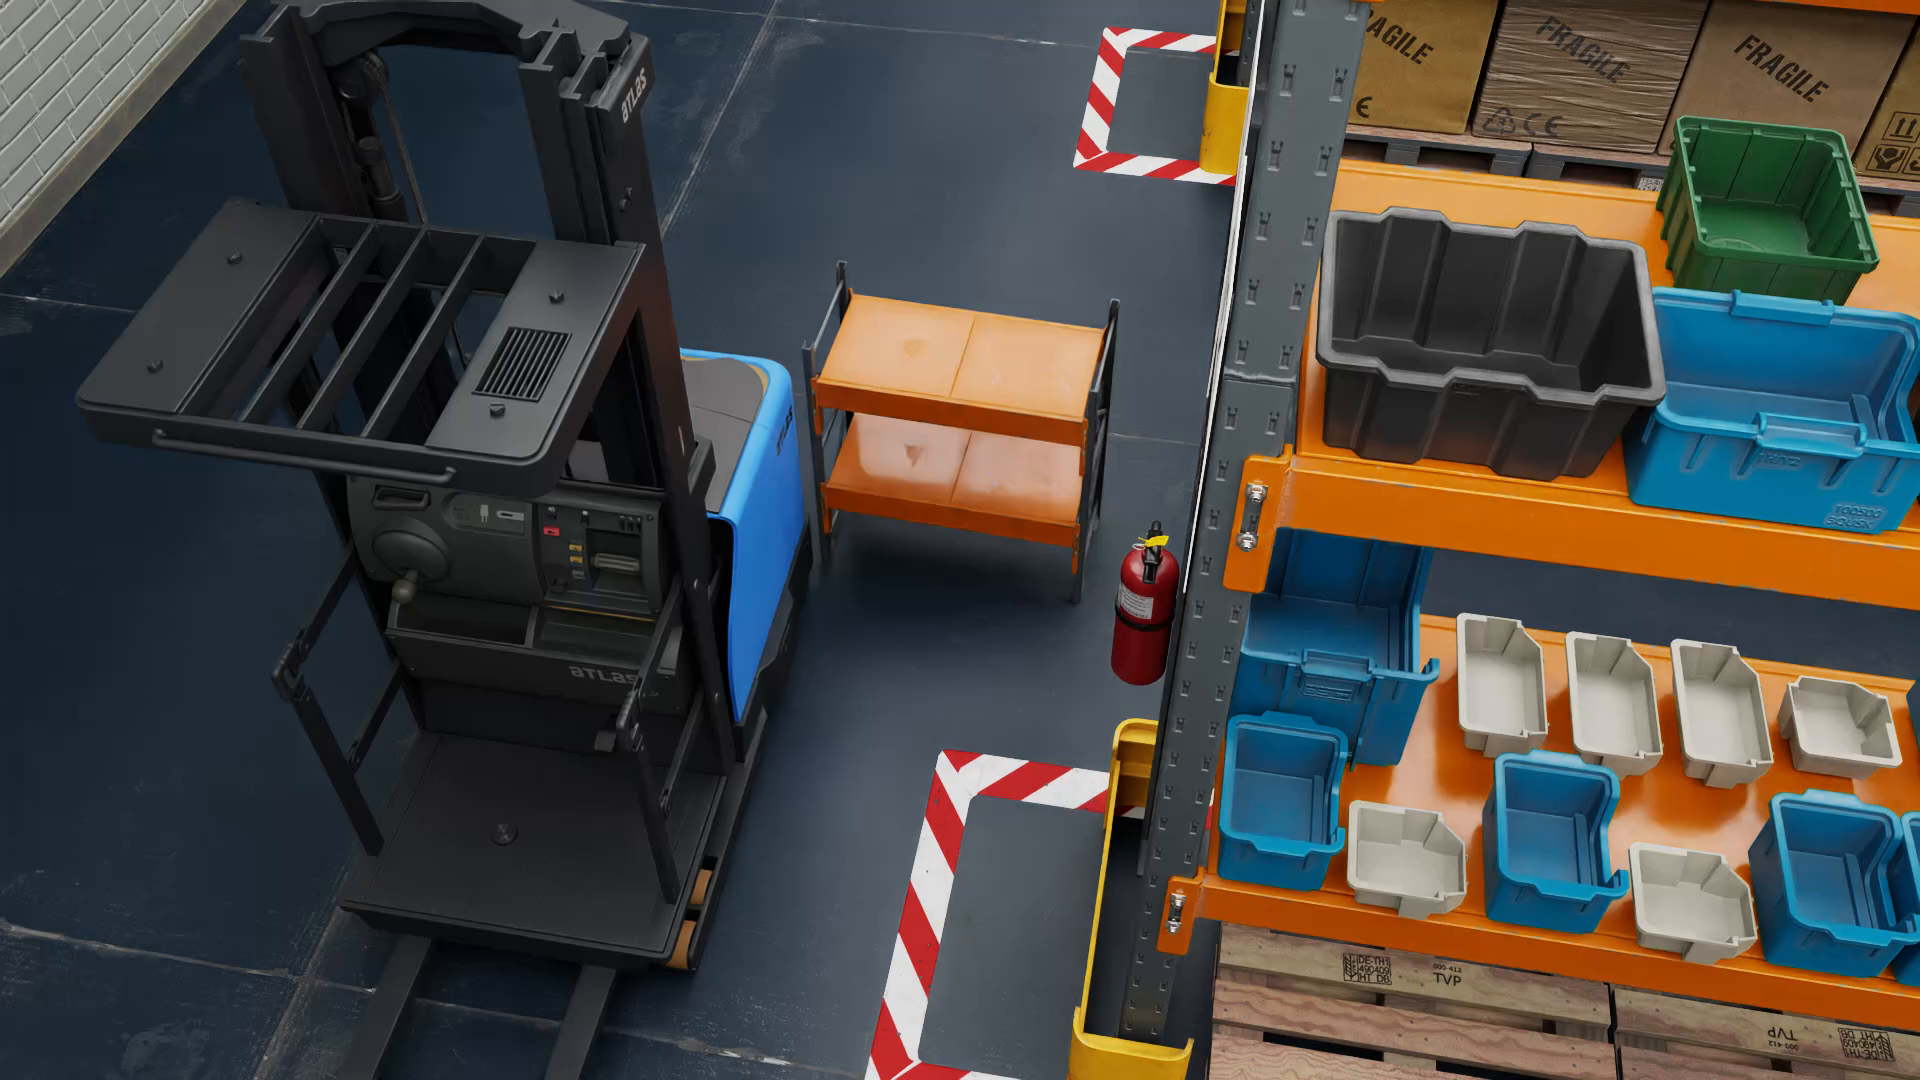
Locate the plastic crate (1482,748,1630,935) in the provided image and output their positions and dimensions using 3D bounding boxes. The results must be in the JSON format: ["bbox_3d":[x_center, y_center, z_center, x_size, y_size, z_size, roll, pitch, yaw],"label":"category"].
[{"bbox_3d":[1.448,0.757,4.097,0.300,0.233,0.416,8,49,7],"label":"plastic crate"}]

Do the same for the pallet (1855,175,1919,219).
[{"bbox_3d":[4.698,-1.961,8.342,1.213,0.211,1.003,8,49,7],"label":"pallet"}]

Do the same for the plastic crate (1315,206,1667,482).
[{"bbox_3d":[0.945,-0.343,3.085,0.590,0.269,0.497,8,49,7],"label":"plastic crate"}]

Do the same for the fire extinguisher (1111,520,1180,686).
[{"bbox_3d":[0.548,0.159,4.866,0.183,0.674,0.296,8,49,7],"label":"fire extinguisher"}]

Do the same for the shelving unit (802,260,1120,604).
[{"bbox_3d":[0.012,-0.391,6.317,1.048,1.125,0.538,9,49,8],"label":"shelving unit"}]

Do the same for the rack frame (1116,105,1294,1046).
[{"bbox_3d":[0.616,0.361,4.381,0.127,3.000,1.000,8,49,7],"label":"rack frame"}]

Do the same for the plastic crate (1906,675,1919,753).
[{"bbox_3d":[2.682,0.481,4.346,0.300,0.233,0.416,8,49,7],"label":"plastic crate"}]

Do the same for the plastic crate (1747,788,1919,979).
[{"bbox_3d":[2.096,0.844,4.019,0.300,0.233,0.416,8,49,7],"label":"plastic crate"}]

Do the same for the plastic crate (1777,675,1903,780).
[{"bbox_3d":[2.306,0.498,4.395,0.250,0.136,0.298,8,49,7],"label":"plastic crate"}]

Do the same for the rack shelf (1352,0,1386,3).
[{"bbox_3d":[2.584,-1.006,2.328,4.000,0.370,1.077,8,49,7],"label":"rack shelf"}]

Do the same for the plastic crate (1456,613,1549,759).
[{"bbox_3d":[1.450,0.404,4.479,0.243,0.136,0.396,8,49,7],"label":"plastic crate"}]

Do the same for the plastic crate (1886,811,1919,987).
[{"bbox_3d":[2.391,0.884,3.983,0.300,0.233,0.416,8,49,7],"label":"plastic crate"}]

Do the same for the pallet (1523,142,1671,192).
[{"bbox_3d":[3.494,-2.121,8.486,1.213,0.211,1.003,8,49,7],"label":"pallet"}]

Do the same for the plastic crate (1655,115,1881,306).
[{"bbox_3d":[1.637,-0.650,3.415,0.336,0.188,0.450,8,49,7],"label":"plastic crate"}]

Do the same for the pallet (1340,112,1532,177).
[{"bbox_3d":[2.297,-2.284,8.633,1.213,0.211,1.003,8,49,7],"label":"pallet"}]

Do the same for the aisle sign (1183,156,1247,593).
[{"bbox_3d":[0.492,-0.300,3.227,0.004,0.787,0.394,8,49,7],"label":"aisle sign"}]

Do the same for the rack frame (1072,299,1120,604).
[{"bbox_3d":[0.508,-0.310,6.245,0.032,1.125,0.500,9,49,8],"label":"rack frame"}]

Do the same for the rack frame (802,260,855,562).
[{"bbox_3d":[-0.485,-0.472,6.390,0.032,1.125,0.500,9,49,8],"label":"rack frame"}]

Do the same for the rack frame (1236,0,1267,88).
[{"bbox_3d":[1.497,-3.265,7.639,0.127,3.000,1.000,8,49,7],"label":"rack frame"}]

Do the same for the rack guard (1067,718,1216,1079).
[{"bbox_3d":[0.590,1.203,5.305,0.348,0.500,1.175,8,49,7],"label":"rack guard"}]

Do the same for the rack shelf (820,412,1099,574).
[{"bbox_3d":[0.012,-0.228,6.499,1.000,0.278,0.538,9,49,8],"label":"rack shelf"}]

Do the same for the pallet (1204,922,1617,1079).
[{"bbox_3d":[1.420,1.430,5.295,1.213,0.211,1.003,8,49,7],"label":"pallet"}]

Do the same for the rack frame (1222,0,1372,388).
[{"bbox_3d":[0.616,-1.644,2.150,0.127,3.000,1.000,8,49,7],"label":"rack frame"}]

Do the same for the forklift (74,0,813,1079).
[{"bbox_3d":[-1.344,0.124,4.641,1.130,2.935,3.031,8,49,7],"label":"forklift"}]

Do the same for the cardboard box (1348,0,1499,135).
[{"bbox_3d":[2.141,-2.669,8.250,0.875,0.875,0.875,8,49,7],"label":"cardboard box"}]

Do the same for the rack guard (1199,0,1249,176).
[{"bbox_3d":[1.473,-2.432,8.571,0.348,0.500,1.175,8,49,7],"label":"rack guard"}]

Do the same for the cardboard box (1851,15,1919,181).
[{"bbox_3d":[4.798,-2.312,7.929,0.875,0.875,0.875,8,49,7],"label":"cardboard box"}]

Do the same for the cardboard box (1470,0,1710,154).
[{"bbox_3d":[3.036,-2.548,8.141,0.875,0.875,0.875,8,49,7],"label":"cardboard box"}]

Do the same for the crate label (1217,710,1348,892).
[{"bbox_3d":[0.800,0.670,4.175,0.303,0.233,0.416,8,49,7],"label":"crate label"}]

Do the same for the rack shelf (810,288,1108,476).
[{"bbox_3d":[0.012,-0.587,6.100,1.000,0.278,0.538,9,49,8],"label":"rack shelf"}]

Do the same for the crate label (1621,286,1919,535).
[{"bbox_3d":[1.466,-0.234,2.999,0.502,0.251,0.408,8,49,7],"label":"crate label"}]

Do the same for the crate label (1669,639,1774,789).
[{"bbox_3d":[2.011,0.472,4.418,0.243,0.136,0.396,8,49,7],"label":"crate label"}]

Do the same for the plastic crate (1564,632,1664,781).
[{"bbox_3d":[1.733,0.453,4.435,0.243,0.136,0.396,8,49,7],"label":"plastic crate"}]

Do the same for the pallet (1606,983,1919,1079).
[{"bbox_3d":[2.617,1.593,5.148,1.213,0.211,1.003,8,49,7],"label":"pallet"}]

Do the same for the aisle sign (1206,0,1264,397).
[{"bbox_3d":[0.597,-0.732,3.615,0.004,0.787,0.394,8,49,7],"label":"aisle sign"}]

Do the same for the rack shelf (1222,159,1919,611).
[{"bbox_3d":[2.584,-0.137,3.295,4.000,0.370,1.077,8,49,7],"label":"rack shelf"}]

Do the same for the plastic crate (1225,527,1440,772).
[{"bbox_3d":[0.978,0.236,4.429,0.499,0.435,0.616,8,49,7],"label":"plastic crate"}]

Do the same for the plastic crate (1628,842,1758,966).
[{"bbox_3d":[1.769,0.895,4.038,0.298,0.136,0.250,8,49,7],"label":"plastic crate"}]

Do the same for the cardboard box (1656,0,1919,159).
[{"bbox_3d":[3.912,-2.431,8.036,0.875,0.875,0.875,8,49,7],"label":"cardboard box"}]

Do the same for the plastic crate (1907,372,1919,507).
[{"bbox_3d":[2.070,-0.218,2.926,0.767,0.338,0.504,8,49,7],"label":"plastic crate"}]

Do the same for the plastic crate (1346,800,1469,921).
[{"bbox_3d":[1.101,0.806,4.119,0.298,0.136,0.250,8,49,7],"label":"plastic crate"}]

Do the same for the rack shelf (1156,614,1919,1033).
[{"bbox_3d":[2.584,0.866,4.411,4.000,0.370,1.077,8,49,7],"label":"rack shelf"}]
